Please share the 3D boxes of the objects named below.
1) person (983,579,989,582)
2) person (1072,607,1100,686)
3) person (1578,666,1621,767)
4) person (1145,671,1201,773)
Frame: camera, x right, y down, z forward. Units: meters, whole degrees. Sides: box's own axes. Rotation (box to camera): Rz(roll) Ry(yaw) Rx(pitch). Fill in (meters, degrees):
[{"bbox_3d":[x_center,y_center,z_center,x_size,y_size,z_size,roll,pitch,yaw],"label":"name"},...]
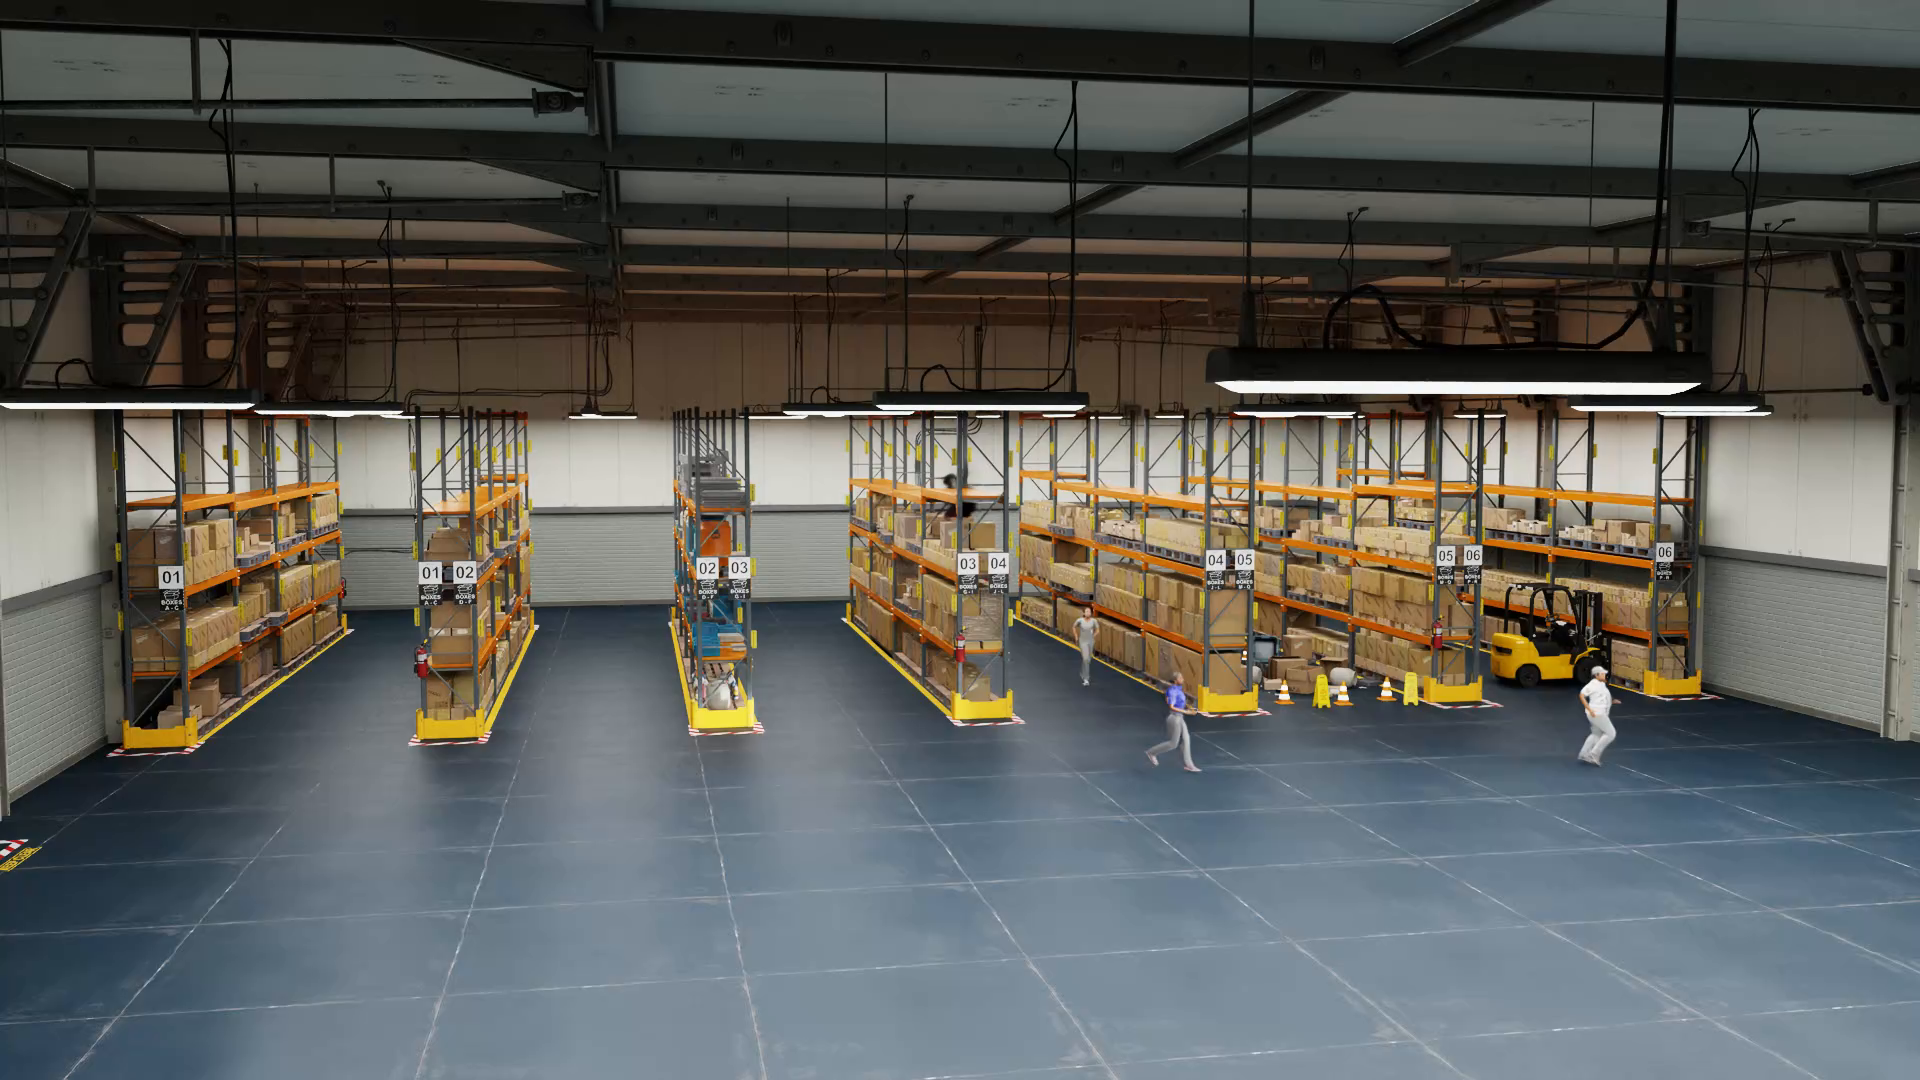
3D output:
[{"bbox_3d":[0.541,1.452,48.466,0.699,1.650,0.552,2,5,30],"label":"person"},{"bbox_3d":[2.772,2.302,36.432,0.554,1.716,0.777,-1,4,-15],"label":"person"},{"bbox_3d":[10.636,2.929,27.664,0.662,1.660,0.578,2,5,30],"label":"person"},{"bbox_3d":[3.494,2.967,27.154,0.909,1.659,0.594,1,4,16],"label":"person"}]
